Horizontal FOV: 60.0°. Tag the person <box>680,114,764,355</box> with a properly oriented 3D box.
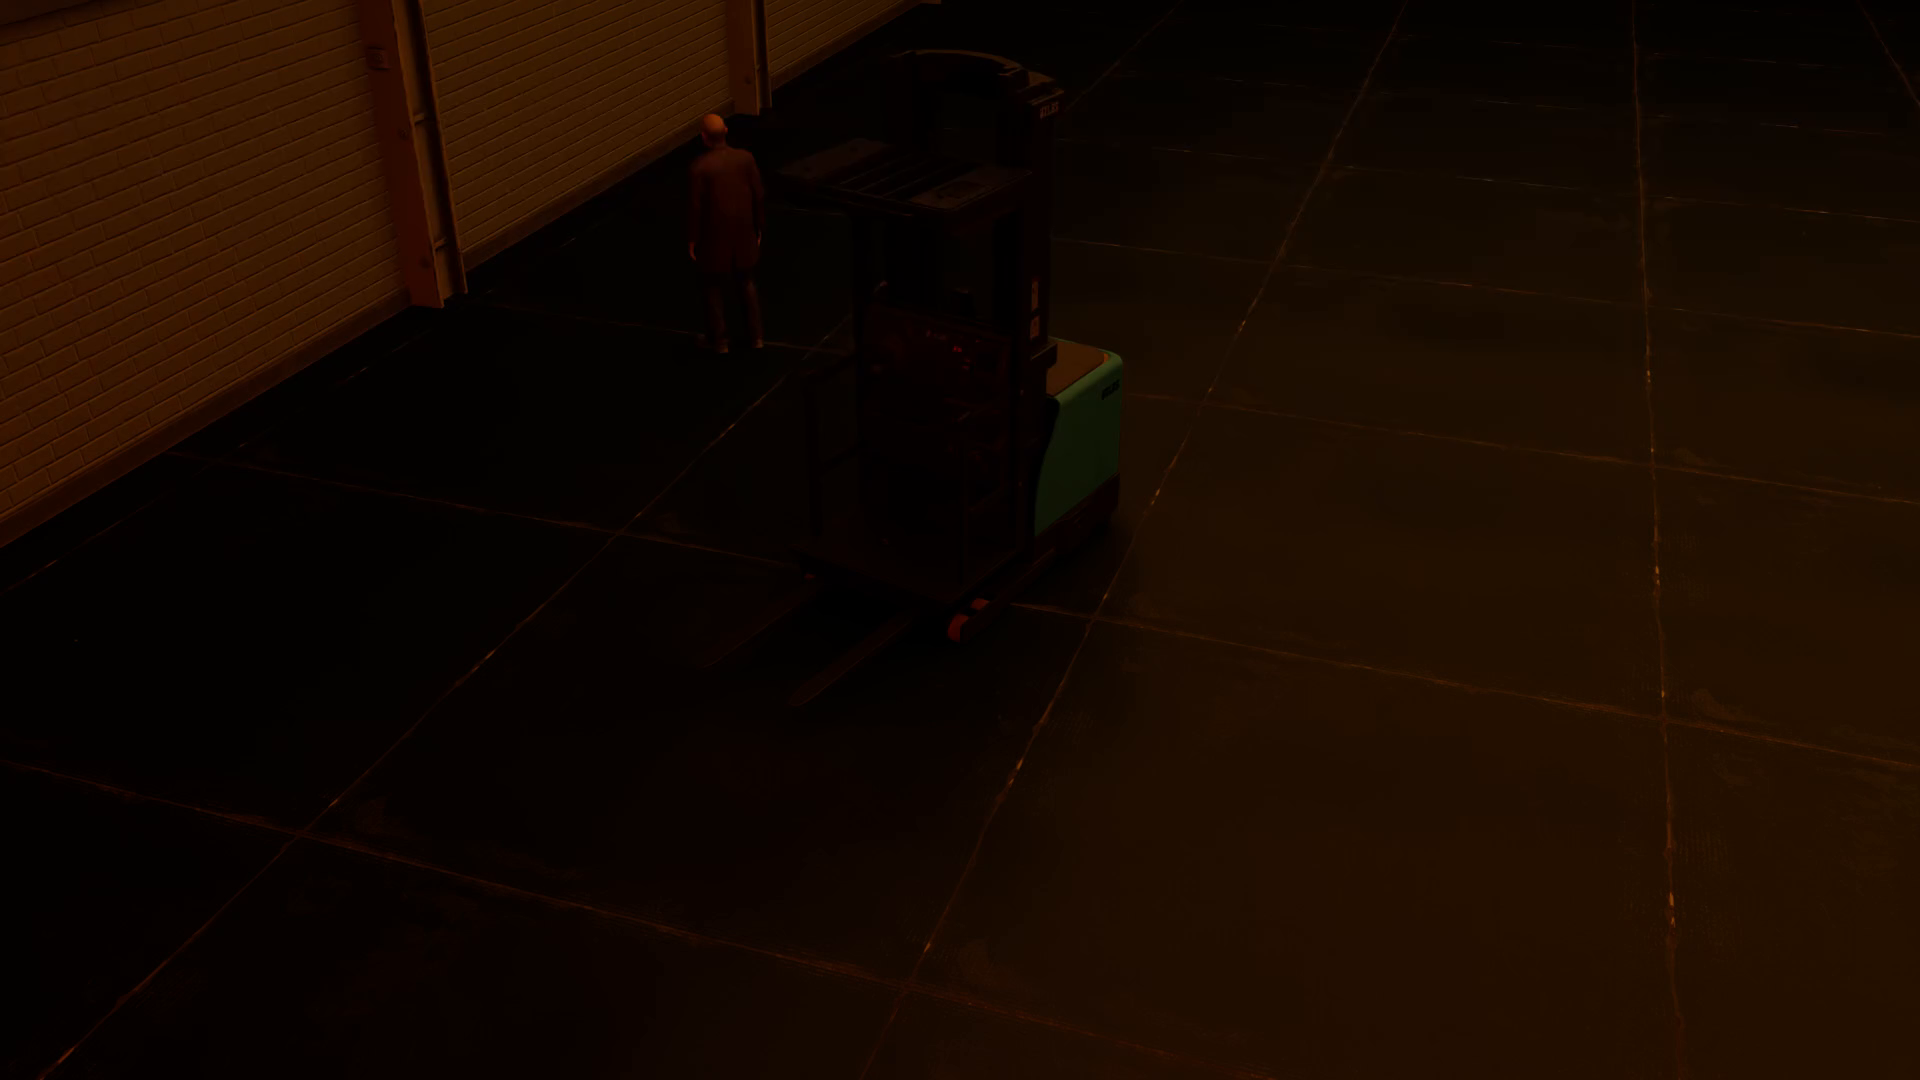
[{"bbox_3d":[-1.754,-2.246,12.245,0.653,1.774,0.429,-17,34,-27],"label":"person"}]

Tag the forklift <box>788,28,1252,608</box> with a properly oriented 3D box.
[{"bbox_3d":[0.493,-1.465,9.706,3.031,2.935,1.130,-20,35,-31],"label":"forklift"}]
